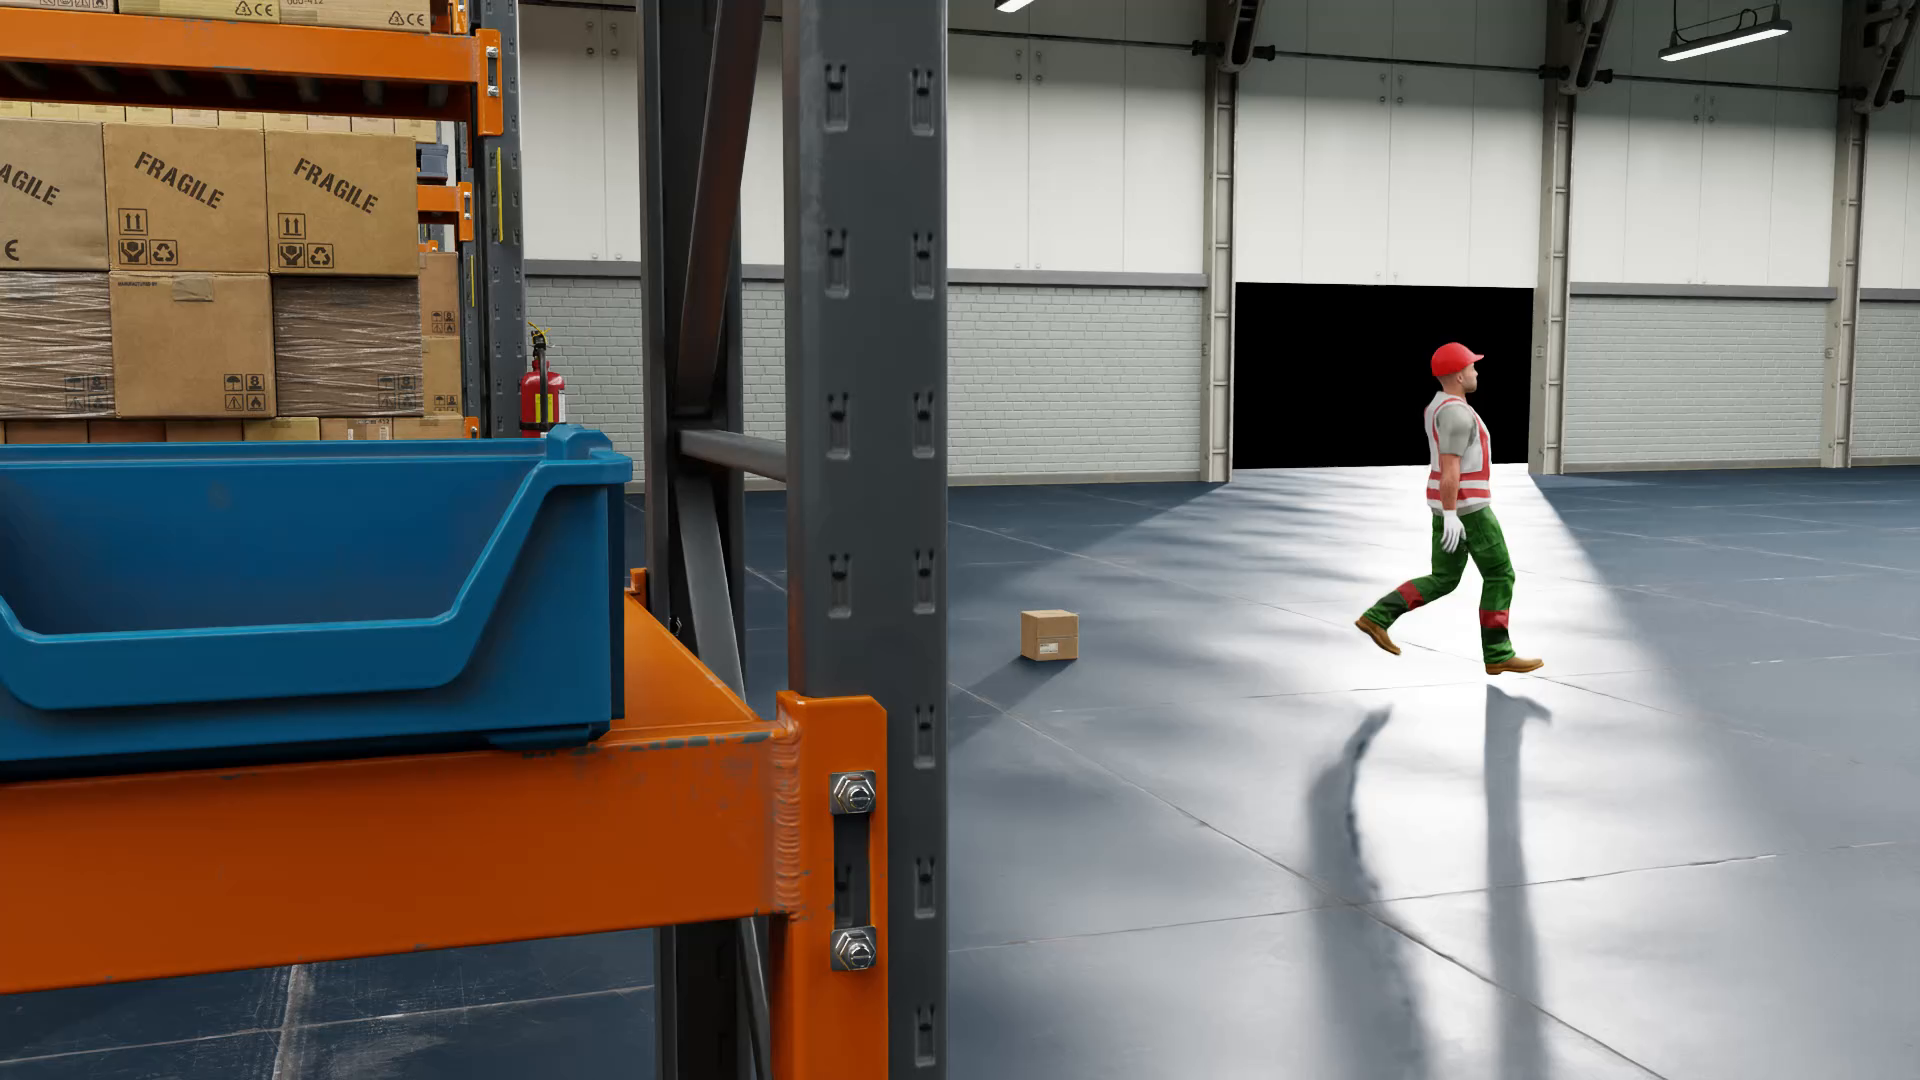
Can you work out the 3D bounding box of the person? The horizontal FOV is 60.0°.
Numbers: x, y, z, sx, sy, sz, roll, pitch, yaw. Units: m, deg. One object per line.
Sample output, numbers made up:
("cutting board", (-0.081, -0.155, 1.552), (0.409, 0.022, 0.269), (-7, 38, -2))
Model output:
("person", (2.608, -0.165, 8.812), (0.957, 1.750, 0.579), (0, 6, 2))
